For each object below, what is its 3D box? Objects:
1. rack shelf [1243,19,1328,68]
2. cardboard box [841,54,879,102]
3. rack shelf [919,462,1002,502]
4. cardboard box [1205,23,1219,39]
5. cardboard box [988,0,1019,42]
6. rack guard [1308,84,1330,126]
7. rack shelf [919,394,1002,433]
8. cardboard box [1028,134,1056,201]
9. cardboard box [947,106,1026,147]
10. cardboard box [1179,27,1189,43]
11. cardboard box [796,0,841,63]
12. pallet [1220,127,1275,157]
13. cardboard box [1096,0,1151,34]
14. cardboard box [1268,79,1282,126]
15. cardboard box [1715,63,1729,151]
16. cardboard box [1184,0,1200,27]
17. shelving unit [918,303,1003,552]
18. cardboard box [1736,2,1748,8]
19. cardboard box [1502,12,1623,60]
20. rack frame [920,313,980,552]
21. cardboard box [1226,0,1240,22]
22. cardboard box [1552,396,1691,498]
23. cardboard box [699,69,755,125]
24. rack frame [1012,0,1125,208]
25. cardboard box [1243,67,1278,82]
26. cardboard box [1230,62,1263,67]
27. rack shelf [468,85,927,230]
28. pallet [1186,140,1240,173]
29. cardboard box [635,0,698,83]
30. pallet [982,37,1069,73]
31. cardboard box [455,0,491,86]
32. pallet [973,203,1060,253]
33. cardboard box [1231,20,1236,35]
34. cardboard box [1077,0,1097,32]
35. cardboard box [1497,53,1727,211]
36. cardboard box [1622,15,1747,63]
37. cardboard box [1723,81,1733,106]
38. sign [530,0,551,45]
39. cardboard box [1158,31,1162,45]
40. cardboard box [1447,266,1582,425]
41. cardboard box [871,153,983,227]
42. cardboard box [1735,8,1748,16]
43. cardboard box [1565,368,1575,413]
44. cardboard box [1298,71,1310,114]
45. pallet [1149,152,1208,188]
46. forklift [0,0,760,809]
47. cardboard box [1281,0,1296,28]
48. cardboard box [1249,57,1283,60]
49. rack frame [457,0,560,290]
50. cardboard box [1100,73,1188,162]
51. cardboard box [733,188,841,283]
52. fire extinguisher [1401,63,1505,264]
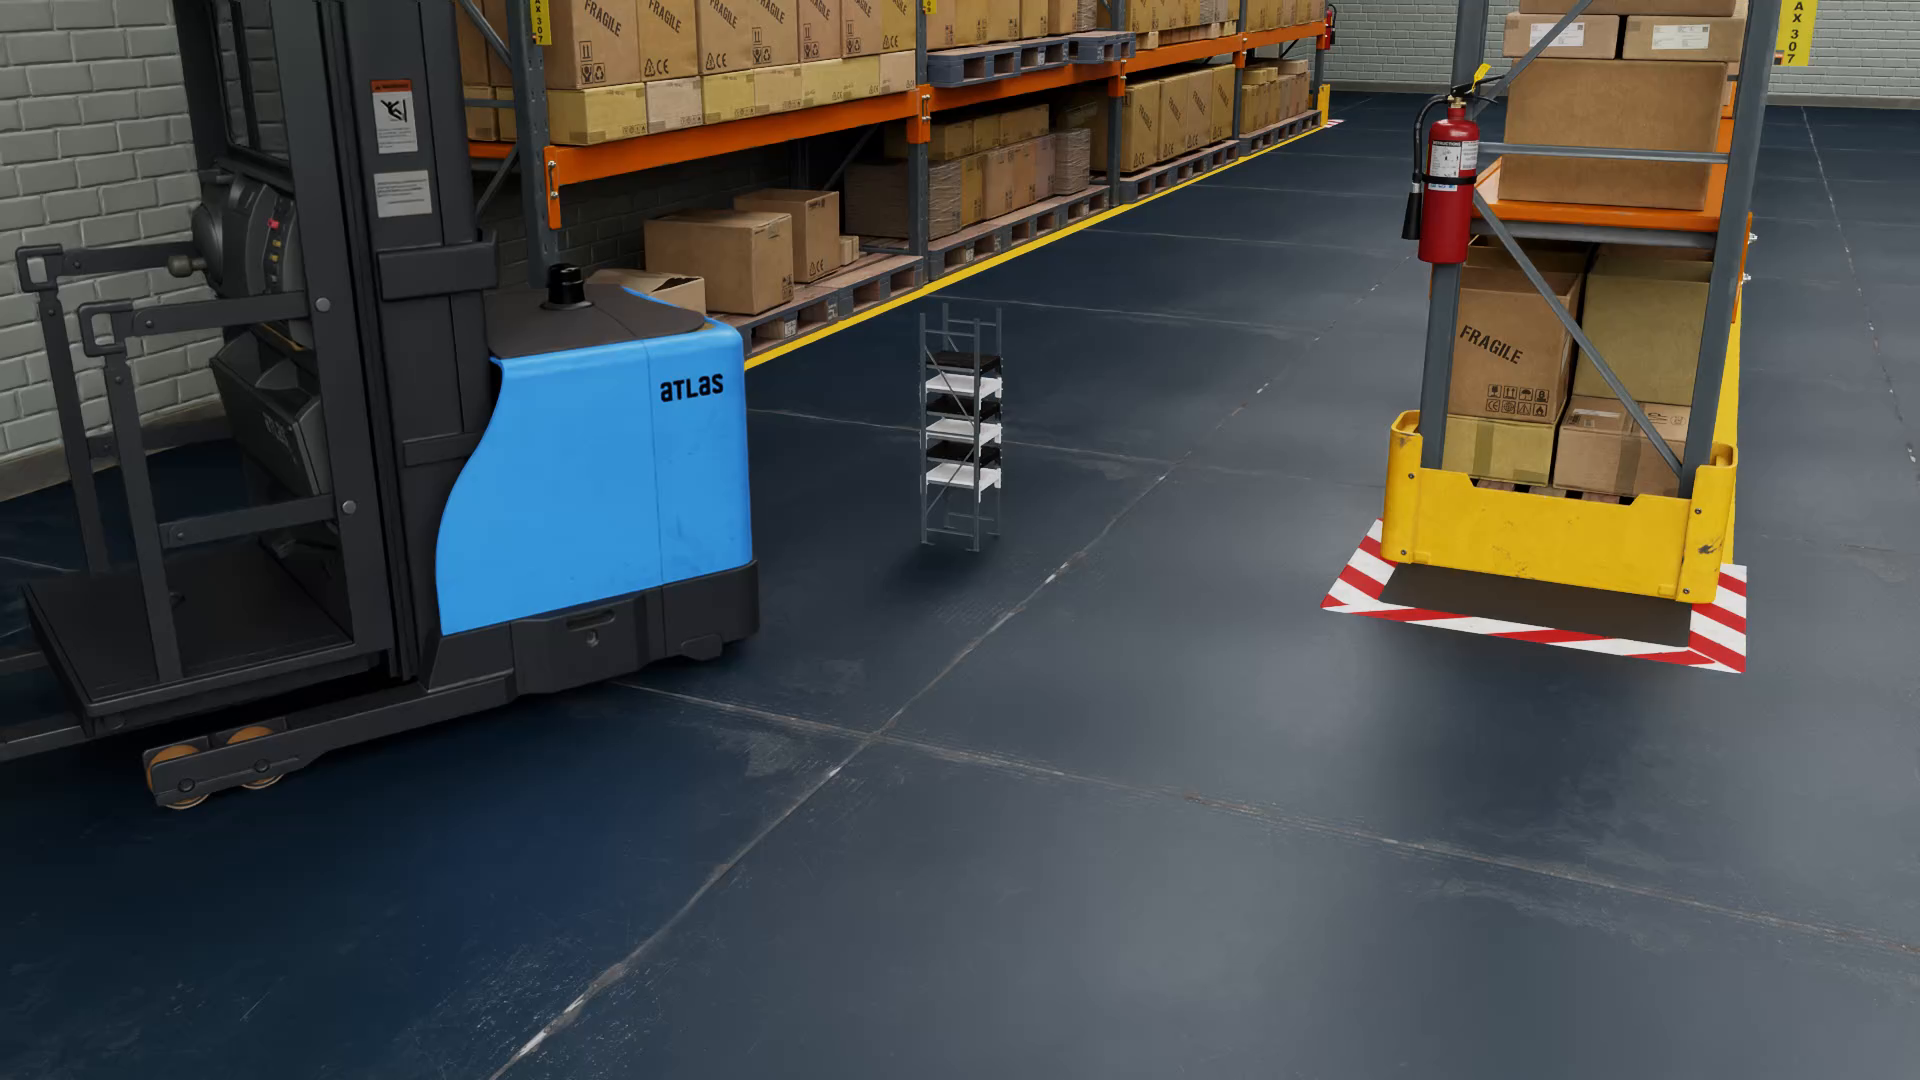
[{"bbox_3d":[3.397,-5.941,19.772,1.077,0.370,4.000,9,21,23],"label":"rack shelf"},{"bbox_3d":[-0.827,-2.824,10.128,0.500,0.250,0.500,9,21,23],"label":"cardboard box"},{"bbox_3d":[0.003,-0.225,6.396,0.258,0.077,0.200,9,21,23],"label":"rack shelf"},{"bbox_3d":[2.415,-5.175,16.890,0.380,0.149,0.250,9,21,23],"label":"cardboard box"},{"bbox_3d":[0.019,-4.004,12.445,0.700,0.500,0.500,12,23,30],"label":"cardboard box"},{"bbox_3d":[4.226,-5.721,21.810,1.175,0.500,0.348,9,21,23],"label":"rack guard"},{"bbox_3d":[0.003,-0.480,6.306,0.258,0.077,0.200,9,21,23],"label":"rack shelf"},{"bbox_3d":[0.376,-3.107,13.802,0.700,0.500,0.500,9,21,23],"label":"cardboard box"},{"bbox_3d":[0.197,-3.278,13.164,0.500,0.250,0.500,8,21,22],"label":"cardboard box"},{"bbox_3d":[2.019,-4.956,16.272,0.380,0.149,0.250,9,22,24],"label":"cardboard box"},{"bbox_3d":[-1.024,-3.022,9.566,0.500,0.500,0.500,8,21,21],"label":"cardboard box"},{"bbox_3d":[2.961,-4.577,19.023,1.003,0.211,1.213,9,21,23],"label":"pallet"},{"bbox_3d":[1.373,-4.756,14.742,0.500,0.500,0.500,9,22,24],"label":"cardboard box"},{"bbox_3d":[3.399,-5.213,19.755,0.700,0.500,0.500,9,22,24],"label":"cardboard box"},{"bbox_3d":[3.020,-1.984,7.420,0.700,0.500,0.500,9,22,24],"label":"cardboard box"},{"bbox_3d":[2.006,-5.227,16.066,0.500,0.500,0.500,9,22,24],"label":"cardboard box"},{"bbox_3d":[0.003,-0.426,6.325,0.258,0.900,0.210,9,21,23],"label":"shelving unit"},{"bbox_3d":[3.173,-2.235,7.159,0.380,0.149,0.250,9,21,23],"label":"cardboard box"},{"bbox_3d":[2.168,-1.818,5.986,0.380,0.149,0.250,8,21,22],"label":"cardboard box"},{"bbox_3d":[-0.038,-0.395,6.238,0.240,0.900,0.006,9,21,23],"label":"rack frame"},{"bbox_3d":[2.619,-5.690,17.368,0.500,0.500,0.500,8,21,22],"label":"cardboard box"},{"bbox_3d":[2.608,-0.358,6.475,0.500,0.250,0.500,9,21,23],"label":"cardboard box"},{"bbox_3d":[-1.432,-2.360,8.823,0.500,0.250,0.500,8,21,22],"label":"cardboard box"},{"bbox_3d":[0.940,-4.446,14.494,1.000,3.000,0.127,9,21,23],"label":"rack frame"},{"bbox_3d":[3.498,-5.448,19.448,0.380,0.149,0.250,8,21,21],"label":"cardboard box"},{"bbox_3d":[3.477,-5.746,20.285,0.380,0.149,0.250,9,21,23],"label":"cardboard box"},{"bbox_3d":[-1.516,-2.273,9.457,1.077,0.370,4.000,9,21,23],"label":"rack shelf"},{"bbox_3d":[2.331,-4.109,17.707,1.003,0.211,1.213,9,21,23],"label":"pallet"},{"bbox_3d":[-1.654,-2.547,8.229,0.500,0.500,0.500,9,21,23],"label":"cardboard box"},{"bbox_3d":[0.167,-3.745,12.808,1.003,0.211,1.213,9,21,23],"label":"pallet"},{"bbox_3d":[-2.336,-2.466,8.000,0.500,0.500,0.500,8,21,22],"label":"cardboard box"},{"bbox_3d":[0.118,-2.522,13.245,1.003,0.211,1.213,9,21,23],"label":"pallet"},{"bbox_3d":[2.698,-5.418,17.571,0.380,0.149,0.250,9,21,23],"label":"cardboard box"},{"bbox_3d":[0.757,-4.555,13.995,0.700,0.500,0.500,6,20,16],"label":"cardboard box"},{"bbox_3d":[2.388,-1.510,6.089,0.700,0.500,0.500,9,21,23],"label":"cardboard box"},{"bbox_3d":[2.543,-1.765,5.838,0.380,0.149,0.250,8,21,22],"label":"cardboard box"},{"bbox_3d":[4.373,-2.669,9.872,0.380,0.149,0.250,9,21,23],"label":"cardboard box"},{"bbox_3d":[-1.840,-2.334,7.263,0.100,0.325,0.005,9,21,23],"label":"sign"},{"bbox_3d":[1.673,-4.726,15.625,0.380,0.149,0.250,9,21,24],"label":"cardboard box"},{"bbox_3d":[2.133,-0.782,6.549,0.500,0.500,0.500,9,21,23],"label":"cardboard box"},{"bbox_3d":[-0.245,-2.645,12.503,0.700,0.500,0.500,8,21,22],"label":"cardboard box"},{"bbox_3d":[2.857,-1.999,6.496,0.380,0.149,0.250,8,21,22],"label":"cardboard box"},{"bbox_3d":[2.329,-0.583,7.109,0.500,0.250,0.500,9,21,23],"label":"cardboard box"},{"bbox_3d":[4.021,-5.684,21.078,0.700,0.500,0.500,9,21,23],"label":"cardboard box"},{"bbox_3d":[1.833,-3.734,16.654,1.003,0.211,1.213,9,21,23],"label":"pallet"},{"bbox_3d":[-2.148,-0.862,4.520,3.031,2.935,1.130,-14,24,-33],"label":"forklift"},{"bbox_3d":[3.408,-6.420,19.596,0.980,0.700,0.700,7,21,20],"label":"cardboard box"},{"bbox_3d":[3.890,-6.055,21.154,0.380,0.149,0.250,9,21,23],"label":"cardboard box"},{"bbox_3d":[-2.335,-2.000,7.617,1.000,3.000,0.127,9,21,23],"label":"rack frame"},{"bbox_3d":[1.726,-4.105,16.115,0.750,0.750,0.750,8,21,22],"label":"cardboard box"},{"bbox_3d":[-1.086,-1.930,10.493,0.500,0.500,0.500,7,21,19],"label":"cardboard box"},{"bbox_3d":[1.713,-1.313,5.800,0.296,0.674,0.183,9,21,23],"label":"fire extinguisher"}]
